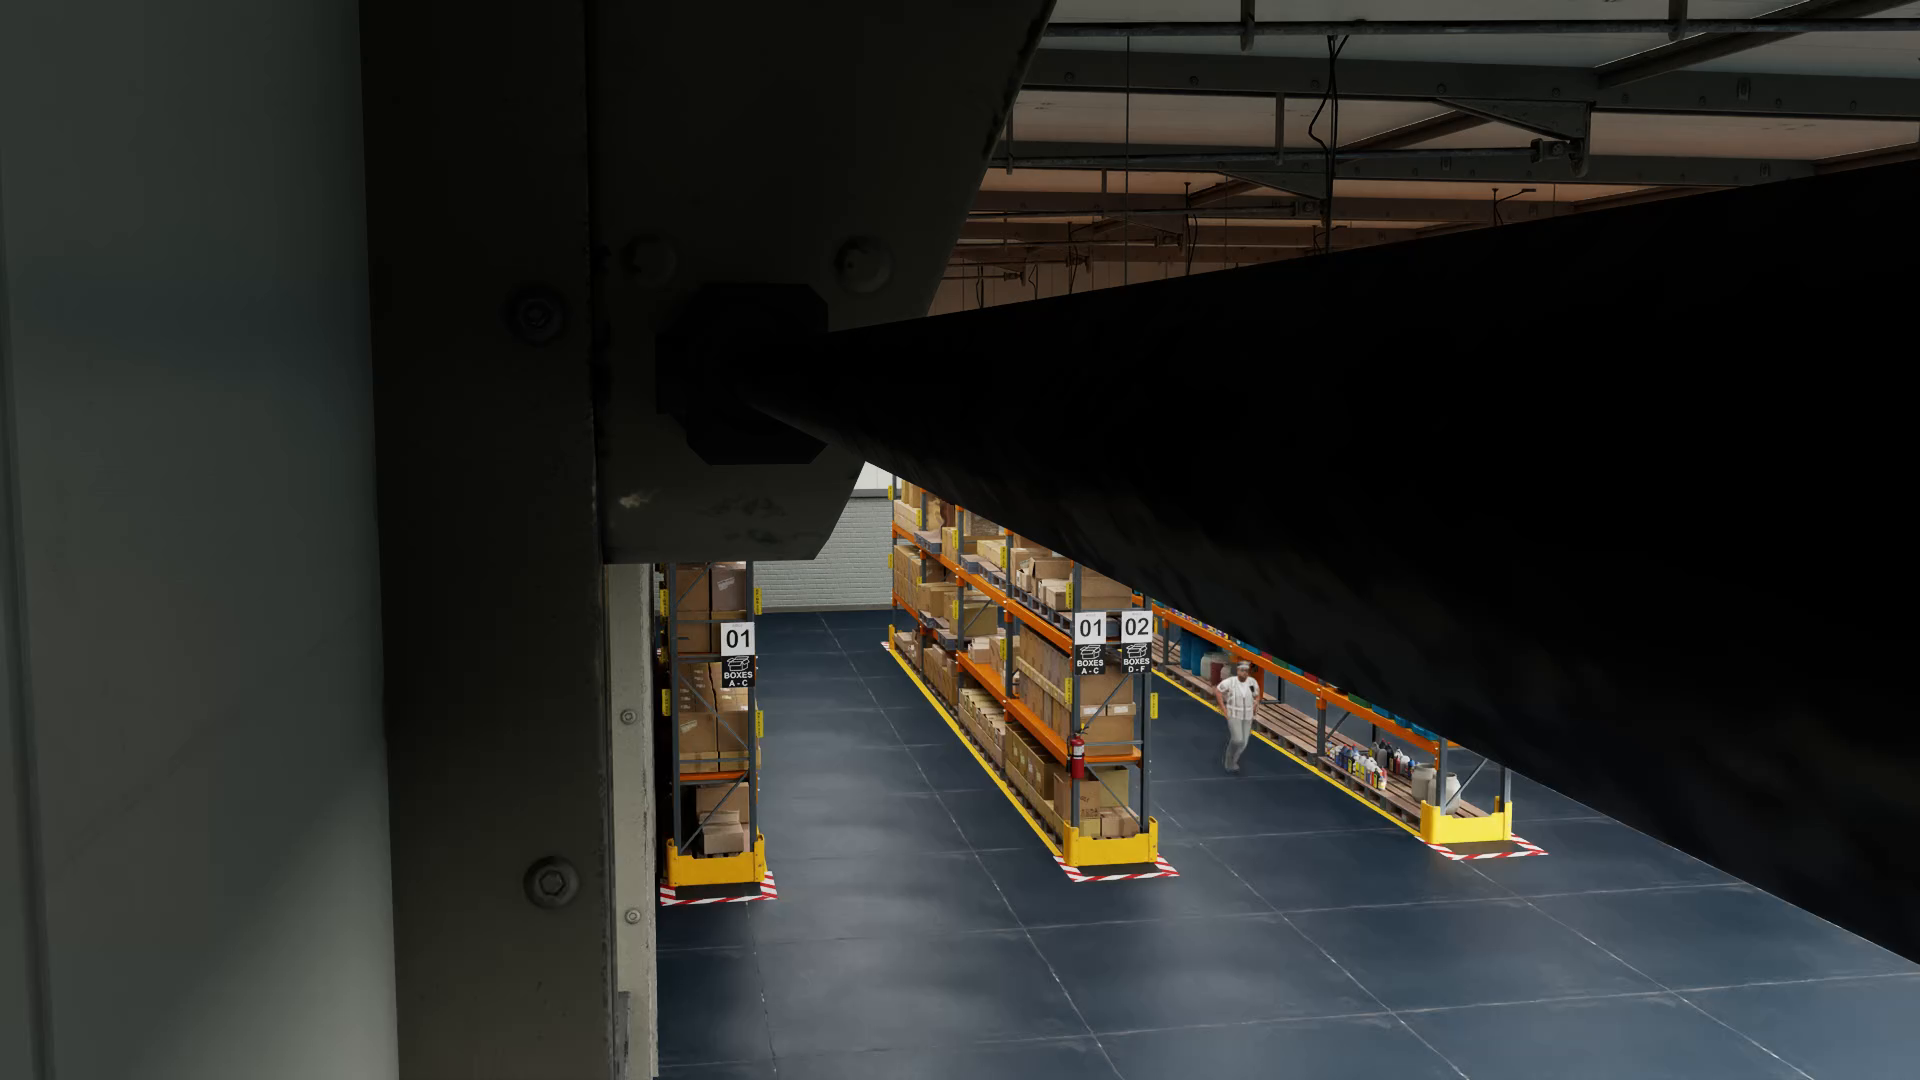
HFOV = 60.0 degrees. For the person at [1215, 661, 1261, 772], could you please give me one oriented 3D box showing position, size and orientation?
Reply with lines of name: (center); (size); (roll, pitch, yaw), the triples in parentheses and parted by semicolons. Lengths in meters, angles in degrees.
person: (4.303, 2.701, 25.503); (0.655, 1.748, 0.697); (-2, 6, -14)
